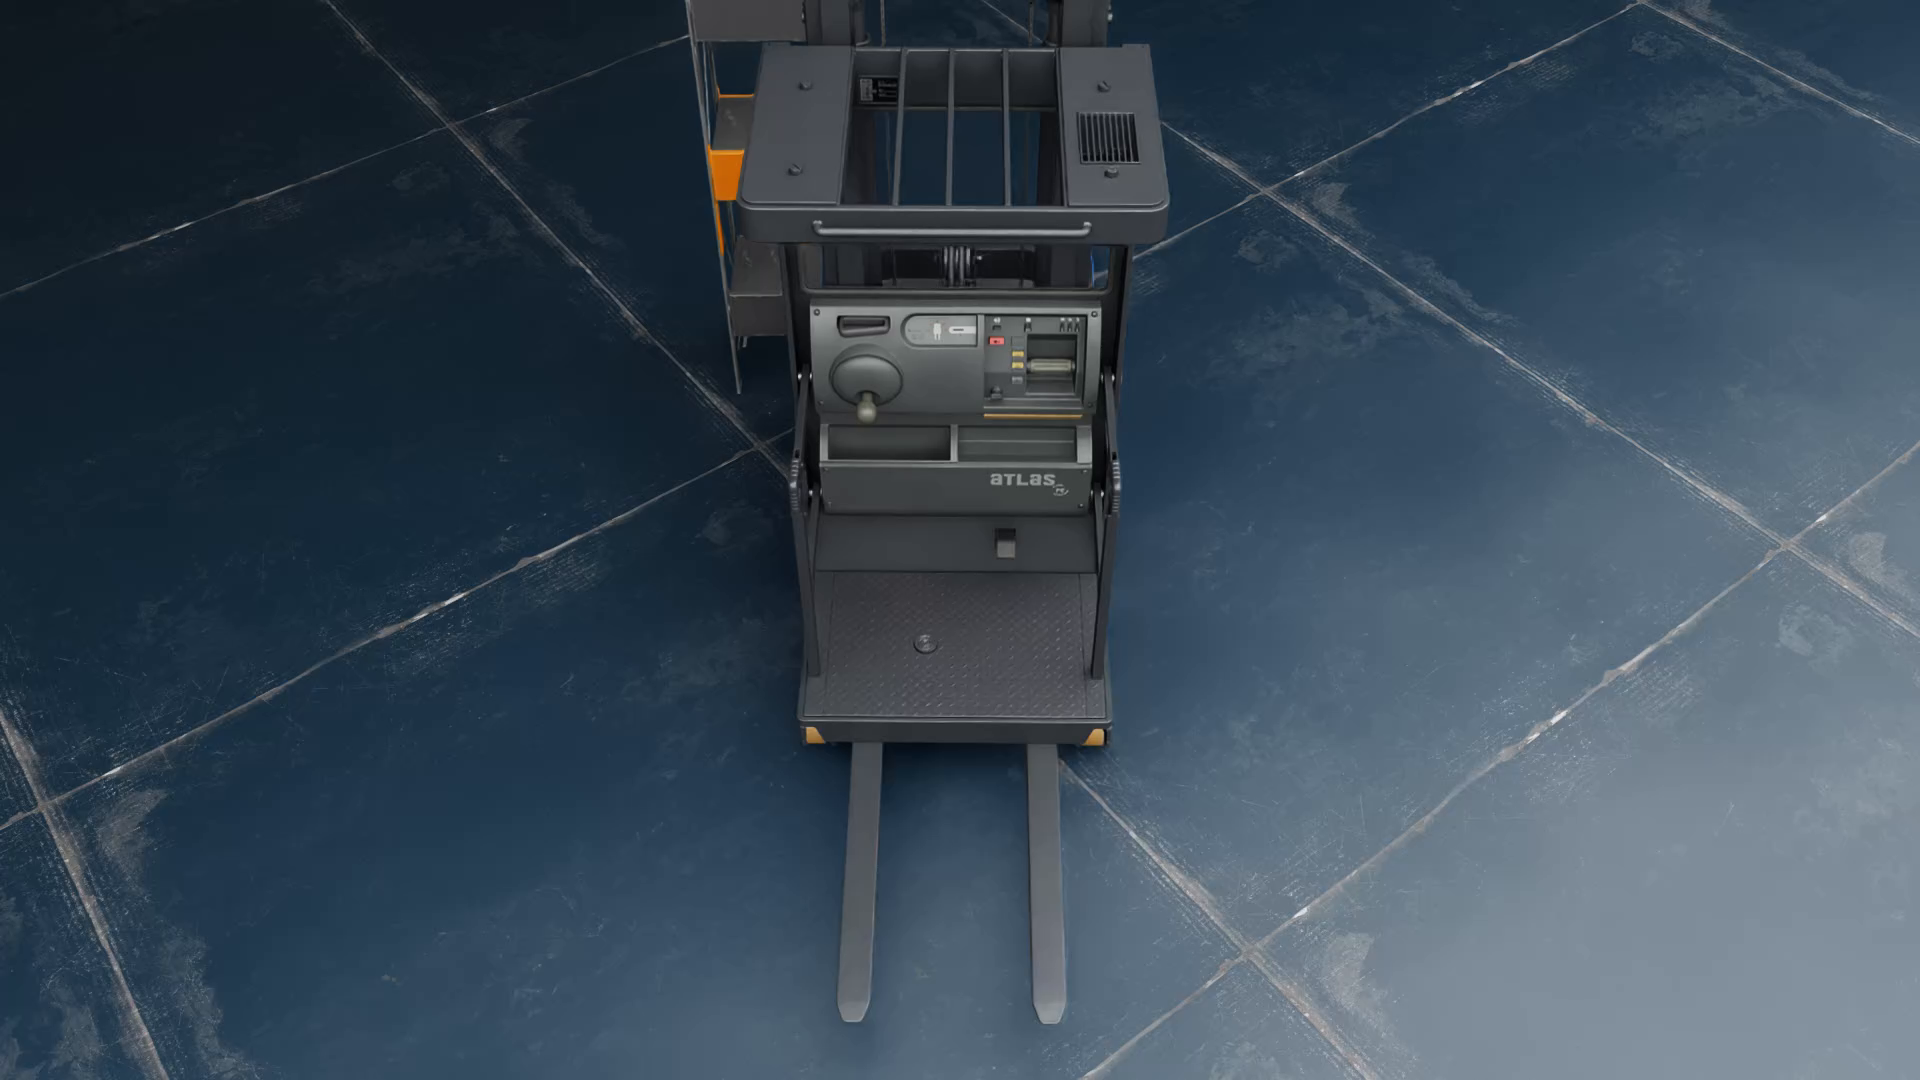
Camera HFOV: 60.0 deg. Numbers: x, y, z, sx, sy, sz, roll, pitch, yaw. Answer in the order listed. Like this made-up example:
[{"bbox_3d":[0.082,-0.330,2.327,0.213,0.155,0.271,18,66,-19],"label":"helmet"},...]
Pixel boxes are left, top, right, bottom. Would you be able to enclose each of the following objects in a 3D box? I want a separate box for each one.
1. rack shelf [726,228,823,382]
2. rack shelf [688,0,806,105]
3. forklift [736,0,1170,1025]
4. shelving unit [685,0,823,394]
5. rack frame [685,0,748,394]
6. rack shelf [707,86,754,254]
[{"bbox_3d":[-0.731,-1.017,7.217,0.480,0.518,0.431,0,48,0],"label":"rack shelf"},{"bbox_3d":[-0.730,-1.959,6.180,0.480,0.518,0.431,0,48,0],"label":"rack shelf"},{"bbox_3d":[-0.014,-0.474,5.200,1.130,2.935,3.031,0,48,0],"label":"forklift"},{"bbox_3d":[-0.731,-1.497,6.688,0.503,2.100,0.431,0,48,0],"label":"shelving unit"},{"bbox_3d":[-0.975,-1.496,6.687,0.015,2.100,0.400,0,48,0],"label":"rack frame"},{"bbox_3d":[-0.731,-1.488,6.698,0.480,0.518,0.431,0,48,0],"label":"rack shelf"}]
